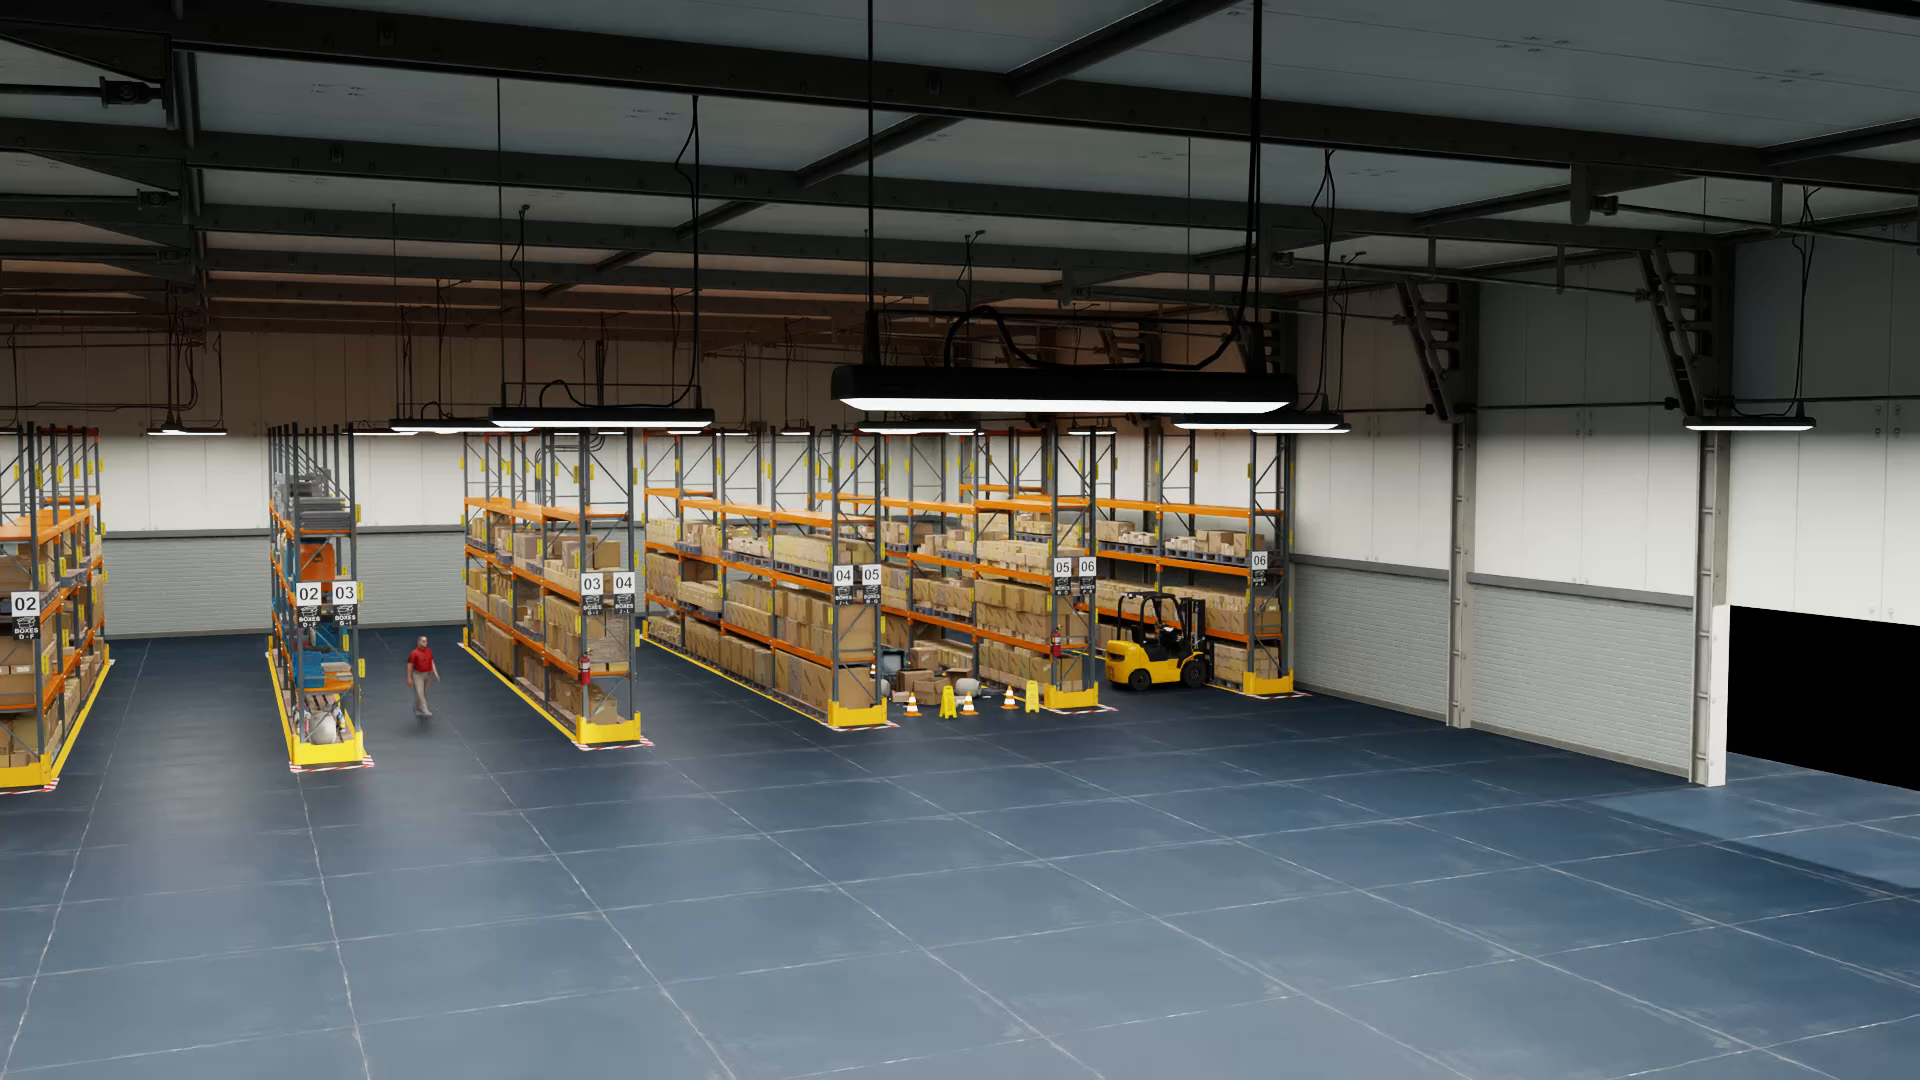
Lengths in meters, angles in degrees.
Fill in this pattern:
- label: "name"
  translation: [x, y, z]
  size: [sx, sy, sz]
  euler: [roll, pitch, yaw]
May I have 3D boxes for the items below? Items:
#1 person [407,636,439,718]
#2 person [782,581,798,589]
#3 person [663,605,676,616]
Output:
- label: "person"
  translation: [-10.932, 2.791, 33.911]
  size: [1.071, 1.666, 0.588]
  euler: [3, 4, 37]
- label: "person"
  translation: [-5.322, 1.685, 52.095]
  size: [0.742, 1.667, 0.556]
  euler: [-3, 5, -42]
- label: "person"
  translation: [-9.101, 1.688, 52.422]
  size: [0.484, 1.651, 0.618]
  euler: [3, 4, 36]
